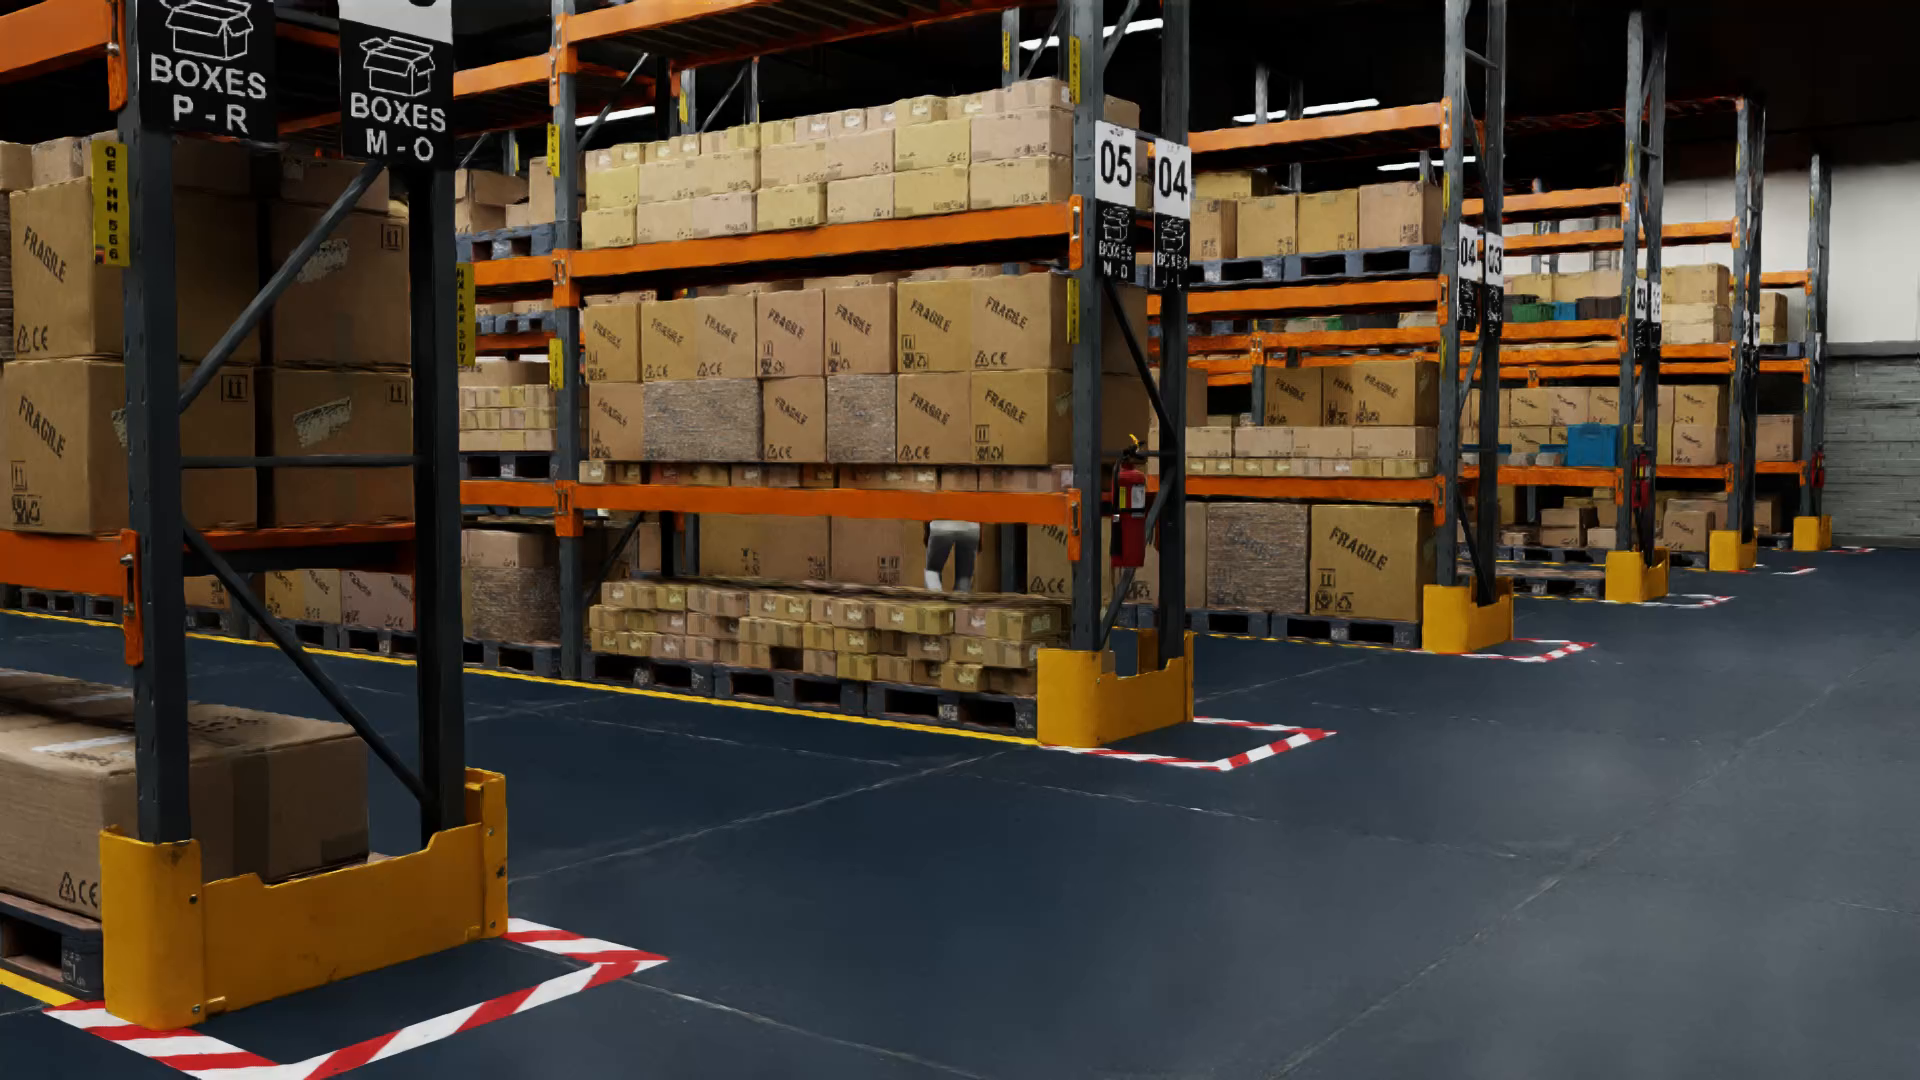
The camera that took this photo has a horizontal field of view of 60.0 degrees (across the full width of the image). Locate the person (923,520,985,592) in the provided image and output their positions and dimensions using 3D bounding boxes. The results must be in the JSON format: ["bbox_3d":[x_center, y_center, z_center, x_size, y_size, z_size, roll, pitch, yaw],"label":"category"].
[{"bbox_3d":[-0.046,-0.045,13.533,0.523,1.664,0.637,0,3,3],"label":"person"}]
